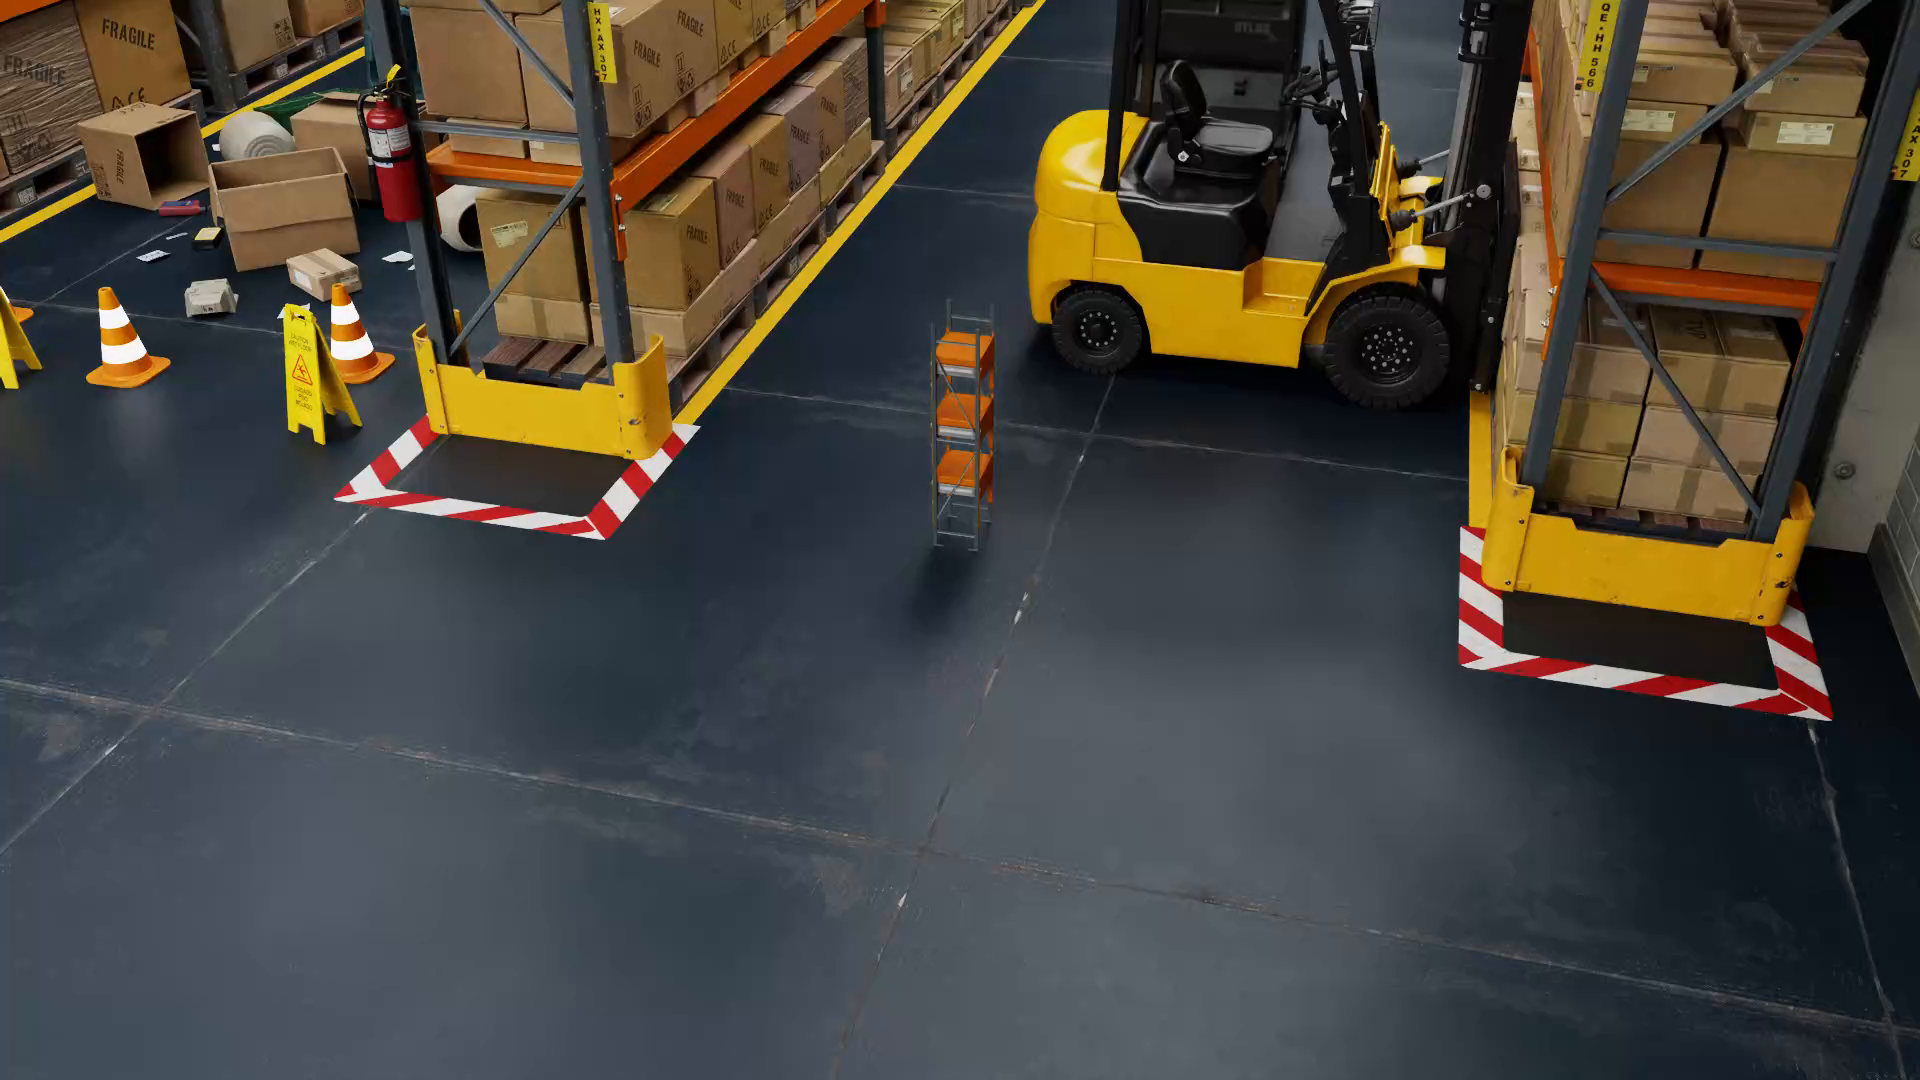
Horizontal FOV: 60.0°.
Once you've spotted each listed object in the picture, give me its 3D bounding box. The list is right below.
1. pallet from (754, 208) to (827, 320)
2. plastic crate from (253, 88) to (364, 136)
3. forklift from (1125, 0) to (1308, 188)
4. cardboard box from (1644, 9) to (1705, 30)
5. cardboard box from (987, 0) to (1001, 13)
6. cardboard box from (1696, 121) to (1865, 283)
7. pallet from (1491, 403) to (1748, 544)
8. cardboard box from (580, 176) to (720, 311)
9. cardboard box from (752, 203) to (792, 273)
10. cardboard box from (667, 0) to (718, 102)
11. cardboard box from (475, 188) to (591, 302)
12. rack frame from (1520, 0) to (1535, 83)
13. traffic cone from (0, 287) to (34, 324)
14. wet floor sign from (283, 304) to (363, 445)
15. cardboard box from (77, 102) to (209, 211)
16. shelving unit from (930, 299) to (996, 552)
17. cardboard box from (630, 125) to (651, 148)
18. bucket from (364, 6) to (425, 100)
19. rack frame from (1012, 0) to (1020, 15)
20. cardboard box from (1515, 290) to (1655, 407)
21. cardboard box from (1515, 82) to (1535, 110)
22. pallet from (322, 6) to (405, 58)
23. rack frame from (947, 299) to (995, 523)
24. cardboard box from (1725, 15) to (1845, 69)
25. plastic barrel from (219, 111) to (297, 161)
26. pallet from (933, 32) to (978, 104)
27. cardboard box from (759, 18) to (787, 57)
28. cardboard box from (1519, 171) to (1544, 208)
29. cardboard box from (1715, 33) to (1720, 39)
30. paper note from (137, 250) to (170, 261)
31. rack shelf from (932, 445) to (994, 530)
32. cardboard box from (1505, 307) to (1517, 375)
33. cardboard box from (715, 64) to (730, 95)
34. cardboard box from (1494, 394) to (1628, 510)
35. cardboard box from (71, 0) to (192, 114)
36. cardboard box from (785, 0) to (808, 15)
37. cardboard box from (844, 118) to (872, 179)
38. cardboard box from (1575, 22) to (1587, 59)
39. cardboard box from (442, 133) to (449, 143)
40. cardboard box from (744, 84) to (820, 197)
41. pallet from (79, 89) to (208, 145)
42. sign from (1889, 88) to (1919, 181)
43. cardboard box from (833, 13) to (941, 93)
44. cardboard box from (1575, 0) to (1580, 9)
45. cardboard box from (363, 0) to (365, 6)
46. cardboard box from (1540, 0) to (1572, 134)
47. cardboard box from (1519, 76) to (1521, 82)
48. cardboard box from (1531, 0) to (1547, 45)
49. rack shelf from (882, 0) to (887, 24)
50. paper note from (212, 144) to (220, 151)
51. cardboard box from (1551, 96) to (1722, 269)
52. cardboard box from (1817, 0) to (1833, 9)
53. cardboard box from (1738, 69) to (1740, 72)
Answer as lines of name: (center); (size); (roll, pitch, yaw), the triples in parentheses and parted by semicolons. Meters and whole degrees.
pallet: (-1.437, -1.675, 9.687); (1.003, 0.211, 1.213); (8, 33, 12)
plastic crate: (-4.583, -3.030, 11.788); (0.662, 0.188, 0.450); (-28, 32, -37)
forklift: (1.639, -3.741, 10.403); (1.130, 2.935, 3.031); (8, 33, 12)
cardboard box: (2.754, -2.018, 6.653); (0.380, 0.149, 0.250); (9, 33, 13)
cardboard box: (-0.131, -4.692, 13.893); (0.950, 0.372, 0.625); (6, 33, 9)
cardboard box: (3.188, -1.352, 6.487); (0.500, 0.500, 0.500); (9, 34, 14)
pallet: (2.948, -0.316, 7.550); (1.003, 0.211, 1.213); (8, 33, 12)
cardboard box: (-1.530, -1.491, 8.272); (0.500, 0.500, 0.500); (7, 33, 11)
cardboard box: (-1.273, -1.711, 9.316); (0.500, 0.250, 0.500); (10, 34, 16)
cardboard box: (-1.491, -2.409, 7.873); (0.500, 0.500, 0.500); (9, 34, 14)
cardboard box: (-2.057, -1.549, 8.363); (0.500, 0.500, 0.500); (8, 33, 13)
rack frame: (3.809, -3.166, 9.434); (1.000, 3.000, 0.127); (8, 33, 12)
traffic cone: (-5.313, -1.397, 9.017); (0.336, 0.463, 0.334); (8, 33, 12)
wet floor sign: (-3.091, -0.818, 7.935); (0.267, 0.644, 0.232); (20, 38, 29)
cardboard box: (-5.208, -2.462, 10.655); (0.500, 0.500, 0.500); (14, 35, 21)
shelving unit: (0.014, -0.471, 7.012); (0.215, 1.050, 0.252); (8, 33, 12)
cardboard box: (-1.671, -1.939, 7.739); (0.380, 0.149, 0.250); (9, 33, 13)
bucket: (-3.611, -3.337, 11.337); (0.726, 0.611, 0.620); (20, 28, 29)
rack frame: (0.022, -5.916, 13.759); (1.000, 3.000, 0.127); (8, 33, 12)
cardboard box: (2.609, -0.810, 6.968); (0.500, 0.250, 0.500); (9, 34, 14)
cardboard box: (3.383, -2.396, 9.463); (0.500, 0.250, 0.500); (8, 33, 12)
pallet: (-5.376, -4.330, 13.865); (1.003, 0.211, 1.213); (8, 33, 12)
rack frame: (0.045, -0.534, 7.112); (0.200, 1.050, 0.008); (8, 33, 12)
cardboard box: (3.238, -1.947, 6.542); (0.380, 0.149, 0.250); (9, 33, 13)
plastic barrel: (-4.611, -2.577, 10.908); (0.421, 0.421, 0.512); (-21, 38, -29)
pallet: (-0.489, -3.702, 12.877); (1.003, 0.211, 1.213); (8, 33, 12)
cardboard box: (-1.158, -2.731, 8.984); (0.380, 0.149, 0.250); (8, 33, 13)
cardboard box: (2.988, -1.601, 8.213); (0.500, 0.250, 0.500); (7, 33, 11)
cardboard box: (3.542, -2.339, 7.436); (0.380, 0.149, 0.250); (8, 33, 12)
paper note: (-4.792, -1.693, 9.886); (0.144, 0.017, 0.142); (20, 38, 29)
rack shelf: (0.014, -0.227, 7.167); (0.215, 0.259, 0.240); (8, 33, 12)
cardboard box: (2.753, -0.872, 7.531); (0.500, 0.250, 0.500); (8, 33, 12)
cardboard box: (-1.383, -2.330, 8.353); (0.380, 0.149, 0.250); (9, 34, 14)
cardboard box: (2.608, -0.394, 7.245); (0.500, 0.250, 0.500); (8, 33, 13)
cardboard box: (-6.034, -3.425, 11.431); (0.875, 0.875, 0.875); (9, 33, 13)
cardboard box: (-1.116, -3.205, 9.125); (0.500, 0.500, 0.500); (9, 34, 14)
cardboard box: (-0.883, -2.513, 10.579); (0.500, 0.250, 0.500); (10, 34, 15)
cardboard box: (2.868, -2.159, 7.153); (0.380, 0.149, 0.250); (7, 33, 11)
cardboard box: (-3.276, -2.555, 11.022); (0.258, 0.266, 0.396); (-14, 35, -21)
cardboard box: (-1.139, -2.300, 9.545); (0.500, 0.500, 0.500); (10, 34, 15)
pallet: (-6.075, -2.901, 11.616); (1.003, 0.211, 1.213); (8, 33, 12)
sign: (3.329, -1.410, 5.792); (0.100, 0.325, 0.005); (8, 33, 12)
cardboard box: (-0.683, -3.554, 12.103); (0.950, 0.372, 0.625); (10, 34, 15)
cardboard box: (2.908, -2.422, 7.289); (0.380, 0.149, 0.250); (9, 33, 13)
cardboard box: (-5.252, -5.007, 14.036); (1.050, 0.750, 0.750); (9, 33, 13)
cardboard box: (3.052, -2.220, 7.853); (0.500, 0.500, 0.500); (8, 33, 13)
cardboard box: (4.135, -3.015, 11.019); (0.875, 0.625, 0.625); (8, 33, 12)
cardboard box: (3.444, -3.013, 9.101); (0.500, 0.500, 0.500); (7, 33, 11)
rack shelf: (-0.485, -4.574, 12.320); (1.077, 0.370, 4.000); (8, 33, 12)
paper note: (-5.101, -2.736, 11.525); (0.147, 0.020, 0.142); (-14, 35, -21)
cardboard box: (2.665, -1.424, 6.600); (0.500, 0.500, 0.500); (7, 33, 11)
cardboard box: (3.520, -2.336, 7.154); (0.380, 0.149, 0.250); (7, 33, 11)
cardboard box: (3.203, -1.814, 6.610); (0.380, 0.149, 0.250); (7, 33, 12)
